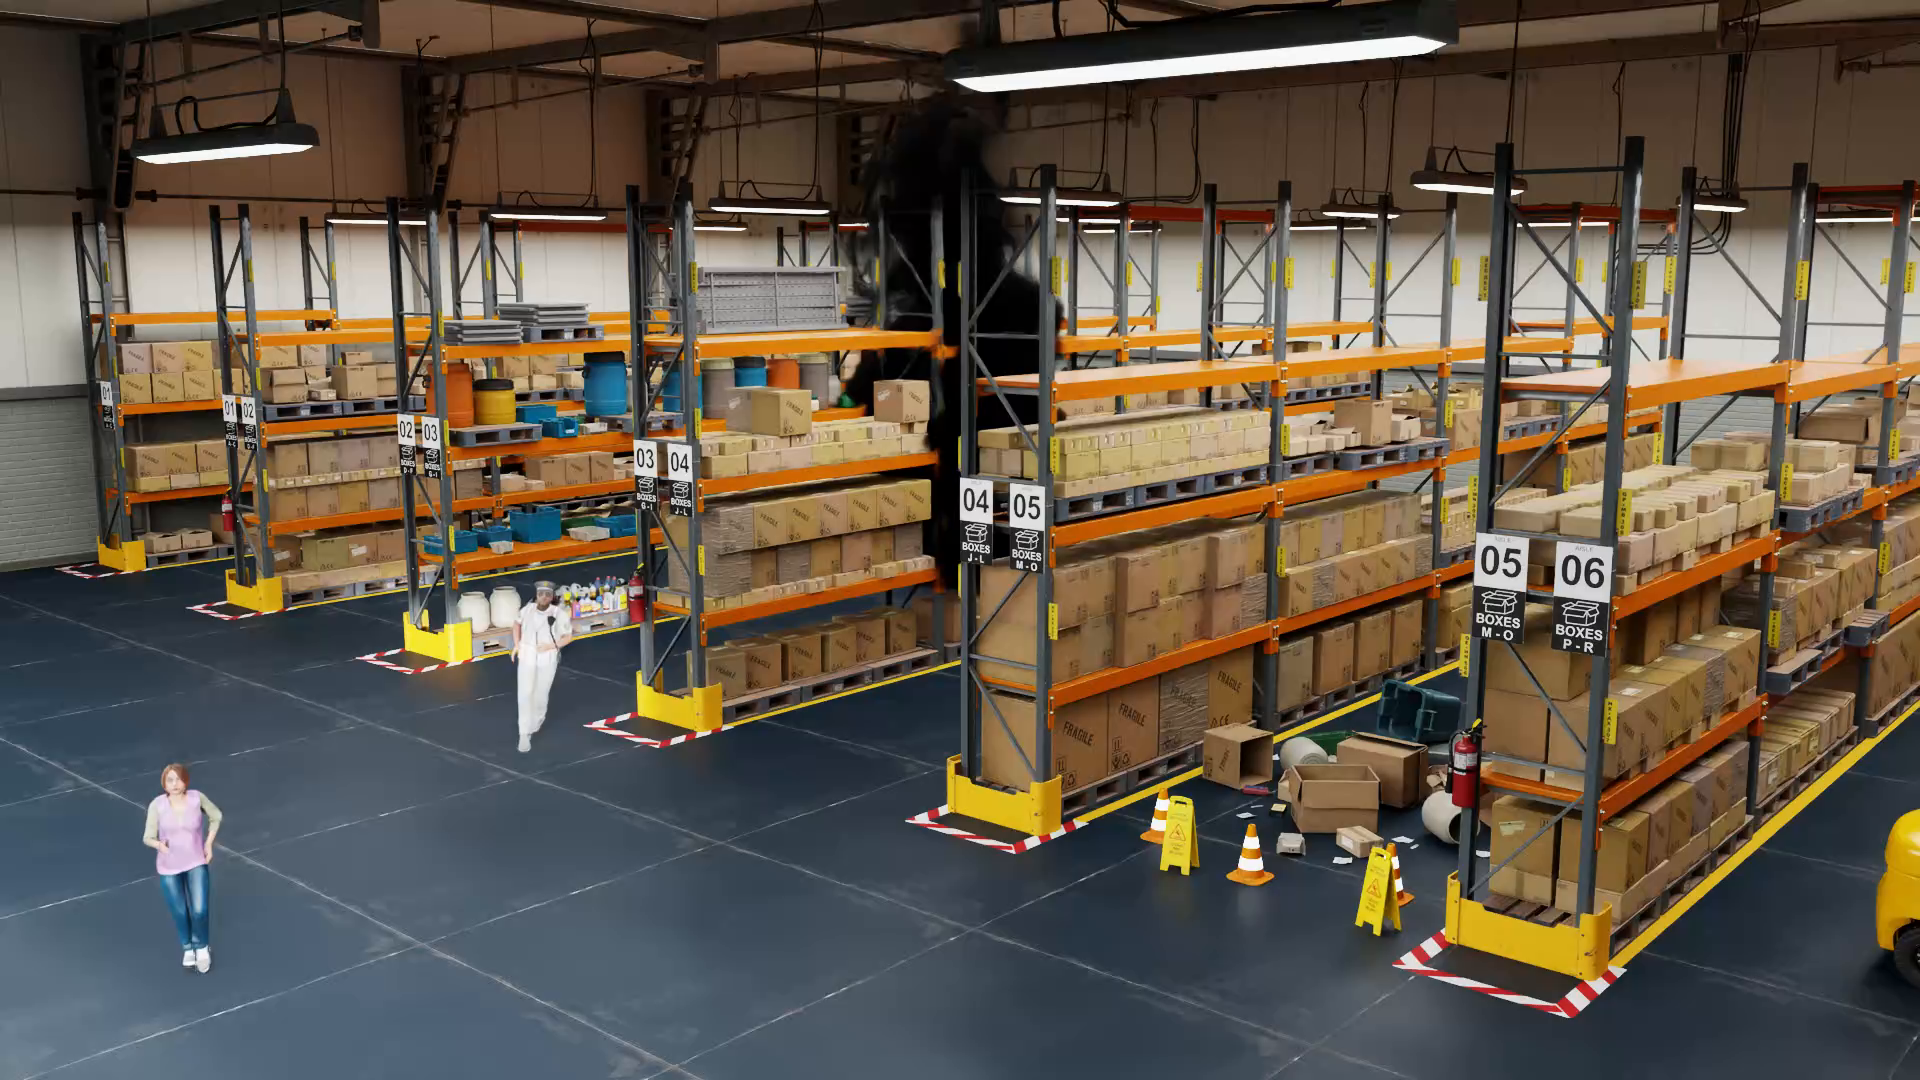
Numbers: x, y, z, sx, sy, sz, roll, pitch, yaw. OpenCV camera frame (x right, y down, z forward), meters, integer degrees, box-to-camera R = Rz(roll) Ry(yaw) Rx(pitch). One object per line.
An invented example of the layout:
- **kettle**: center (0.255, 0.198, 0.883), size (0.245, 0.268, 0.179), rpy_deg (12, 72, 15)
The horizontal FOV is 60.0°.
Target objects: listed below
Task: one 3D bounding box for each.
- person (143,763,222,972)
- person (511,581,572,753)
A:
- **person**: center (-5.632, 2.398, 12.084), size (0.519, 1.582, 0.615), rpy_deg (-4, 10, -21)
- **person**: center (-4.538, 1.316, 18.024), size (0.663, 1.779, 0.907), rpy_deg (-1, 10, -7)
